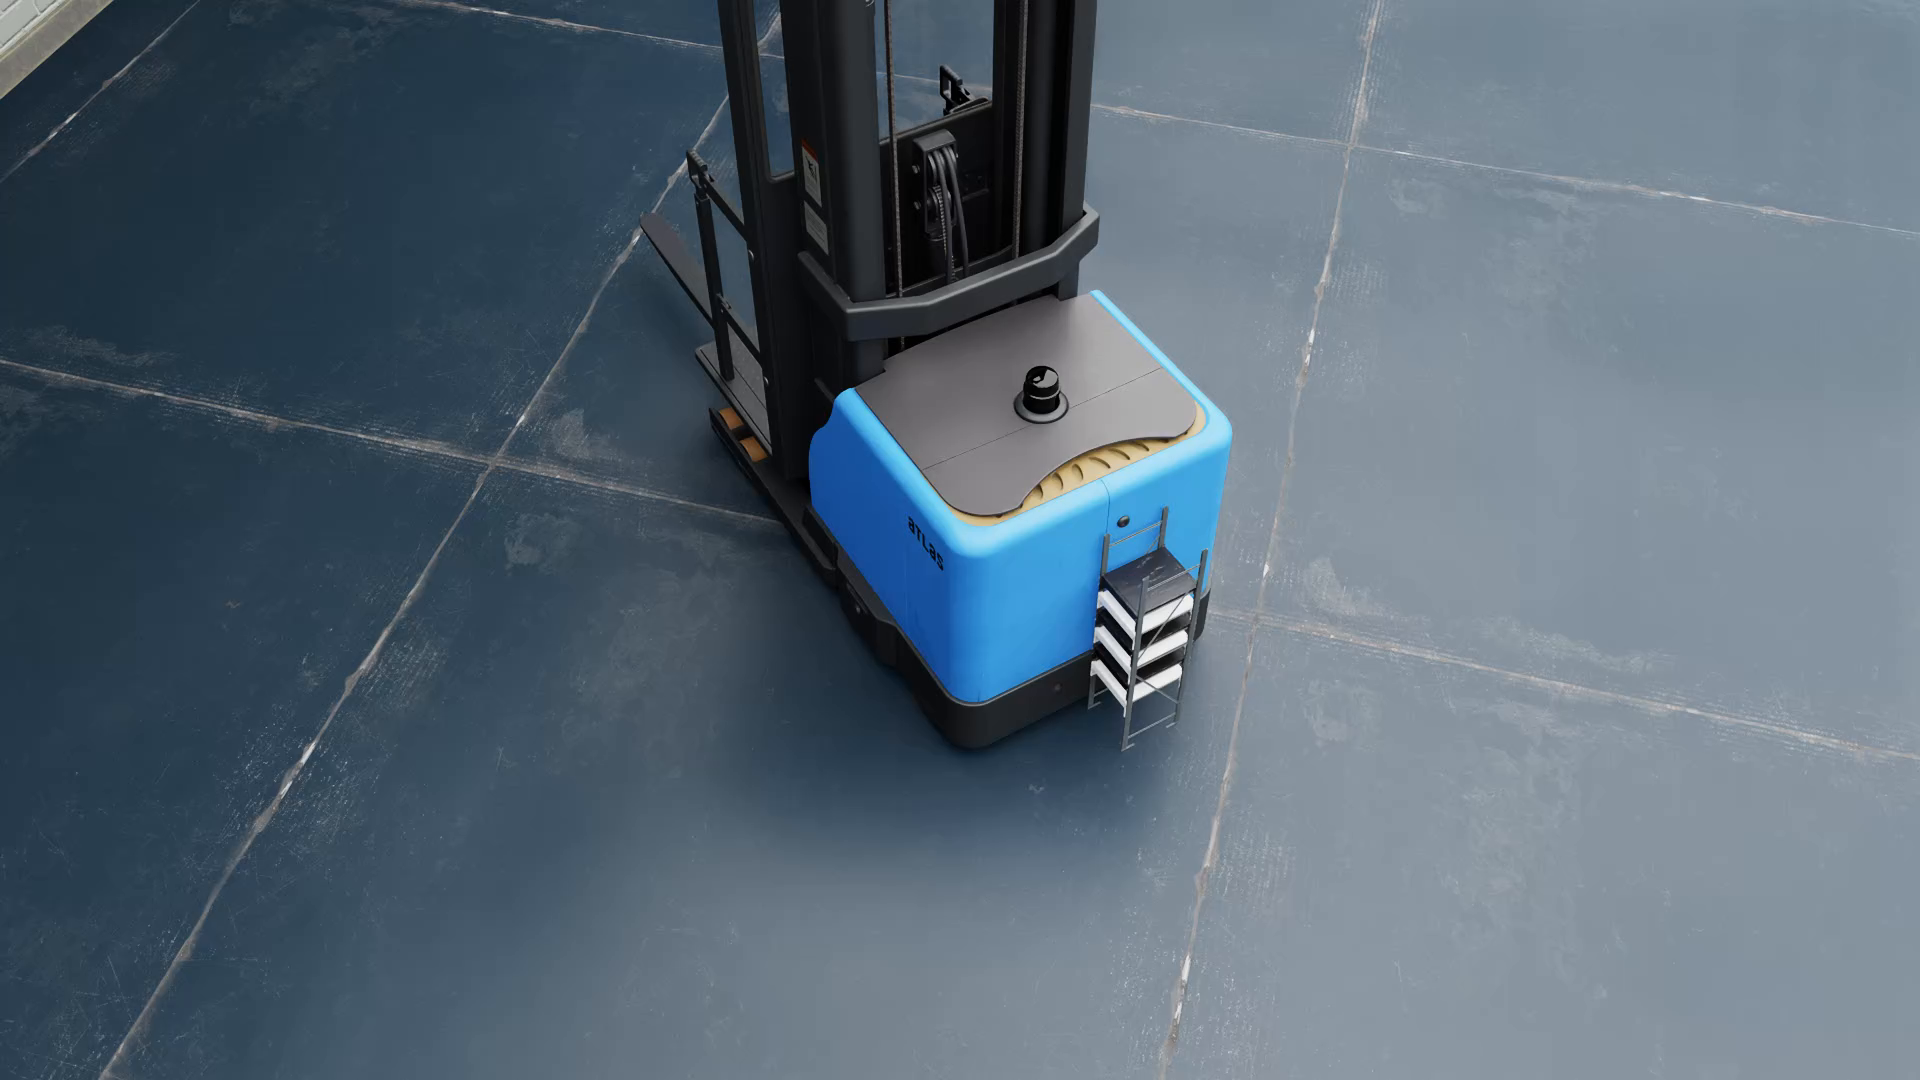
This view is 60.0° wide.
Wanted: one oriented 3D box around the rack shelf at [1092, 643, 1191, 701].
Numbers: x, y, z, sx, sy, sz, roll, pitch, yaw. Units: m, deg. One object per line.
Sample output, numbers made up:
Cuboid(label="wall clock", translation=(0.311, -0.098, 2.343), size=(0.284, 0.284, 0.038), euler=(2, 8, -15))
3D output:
Cuboid(label="rack shelf", translation=(0.595, 0.386, 5.473), size=(0.258, 0.077, 0.200), euler=(-24, 53, -20))

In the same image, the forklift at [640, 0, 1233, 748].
Cuboid(label="forklift", translation=(-0.322, -1.374, 5.508), size=(1.130, 2.935, 3.031), euler=(-24, 53, -20))

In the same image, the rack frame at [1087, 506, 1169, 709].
Cuboid(label="rack frame", translation=(0.542, 0.239, 5.439), size=(0.240, 0.900, 0.006), euler=(-24, 53, -20))

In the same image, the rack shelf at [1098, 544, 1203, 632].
Cuboid(label="rack shelf", translation=(0.595, 0.148, 5.203), size=(0.258, 0.077, 0.200), euler=(-24, 53, -20))

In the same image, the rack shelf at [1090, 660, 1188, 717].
Cuboid(label="rack shelf", translation=(0.595, 0.446, 5.541), size=(0.258, 0.077, 0.200), euler=(-24, 53, -20))

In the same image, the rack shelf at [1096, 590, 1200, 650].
Cuboid(label="rack shelf", translation=(0.595, 0.208, 5.271), size=(0.258, 0.077, 0.200), euler=(-24, 53, -20))

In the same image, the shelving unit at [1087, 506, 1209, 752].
Cuboid(label="shelving unit", translation=(0.595, 0.305, 5.381), size=(0.258, 0.900, 0.210), euler=(-24, 53, -20))

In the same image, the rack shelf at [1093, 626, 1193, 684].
Cuboid(label="rack shelf", translation=(0.595, 0.327, 5.406), size=(0.258, 0.077, 0.200), euler=(-24, 53, -20))

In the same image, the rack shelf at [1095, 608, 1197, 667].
Cuboid(label="rack shelf", translation=(0.595, 0.267, 5.338), size=(0.258, 0.077, 0.200), euler=(-24, 53, -20))

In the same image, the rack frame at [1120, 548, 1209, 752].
Cuboid(label="rack frame", translation=(0.647, 0.370, 5.323), size=(0.240, 0.900, 0.006), euler=(-24, 53, -20))
